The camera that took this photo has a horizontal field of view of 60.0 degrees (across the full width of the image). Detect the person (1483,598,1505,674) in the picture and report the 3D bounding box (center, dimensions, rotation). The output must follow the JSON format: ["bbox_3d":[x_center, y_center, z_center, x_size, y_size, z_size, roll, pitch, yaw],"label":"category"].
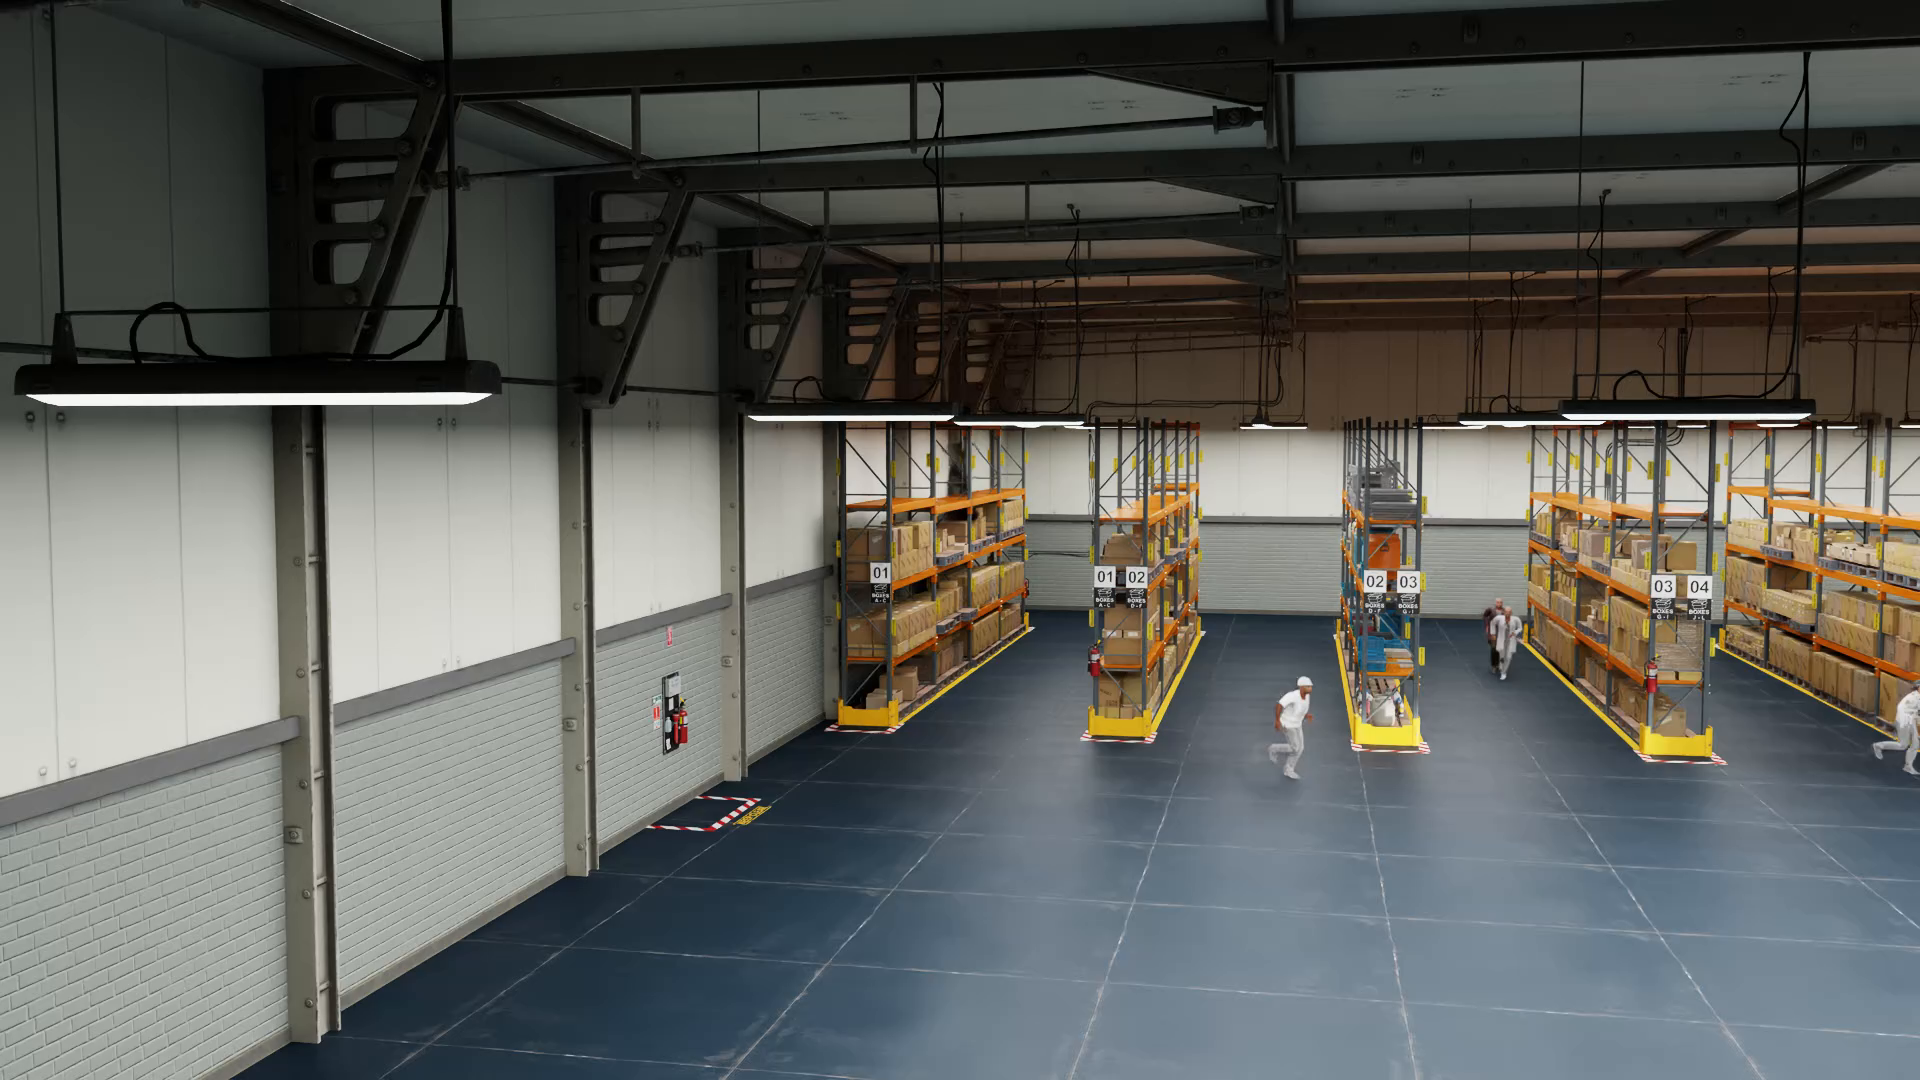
[{"bbox_3d":[12.848,2.282,39.725,0.625,1.839,0.942,0,4,6],"label":"person"}]

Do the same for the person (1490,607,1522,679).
[{"bbox_3d":[12.660,2.393,38.553,0.698,1.689,0.780,1,4,12],"label":"person"}]

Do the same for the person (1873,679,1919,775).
[{"bbox_3d":[15.917,3.125,28.068,0.779,1.627,0.618,3,5,42],"label":"person"}]

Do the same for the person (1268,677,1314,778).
[{"bbox_3d":[5.517,3.102,27.673,0.800,1.691,0.695,3,5,38],"label":"person"}]
